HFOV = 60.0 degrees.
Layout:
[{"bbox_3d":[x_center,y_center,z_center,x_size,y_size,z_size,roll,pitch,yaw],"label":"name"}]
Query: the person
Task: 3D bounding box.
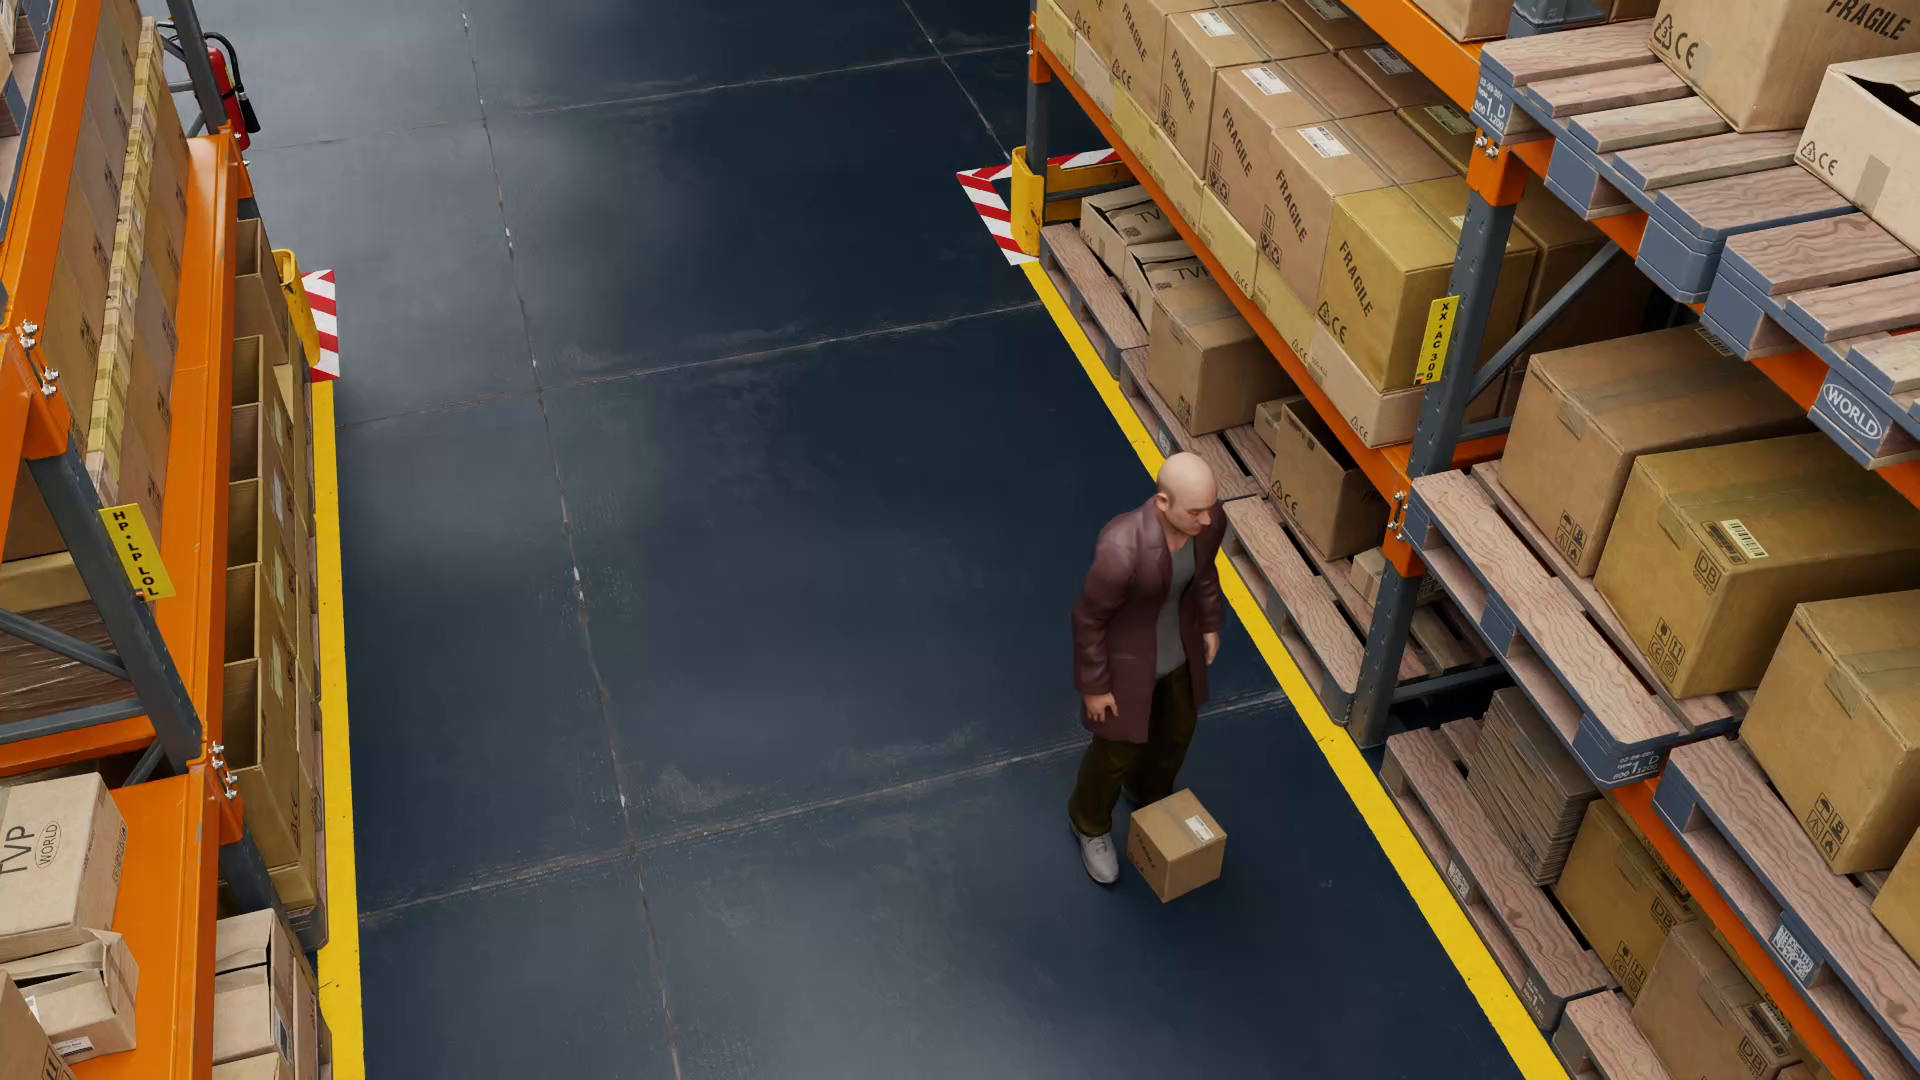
[{"bbox_3d":[0.657,0.400,5.723,0.646,1.772,0.429,-25,48,-26],"label":"person"}]
